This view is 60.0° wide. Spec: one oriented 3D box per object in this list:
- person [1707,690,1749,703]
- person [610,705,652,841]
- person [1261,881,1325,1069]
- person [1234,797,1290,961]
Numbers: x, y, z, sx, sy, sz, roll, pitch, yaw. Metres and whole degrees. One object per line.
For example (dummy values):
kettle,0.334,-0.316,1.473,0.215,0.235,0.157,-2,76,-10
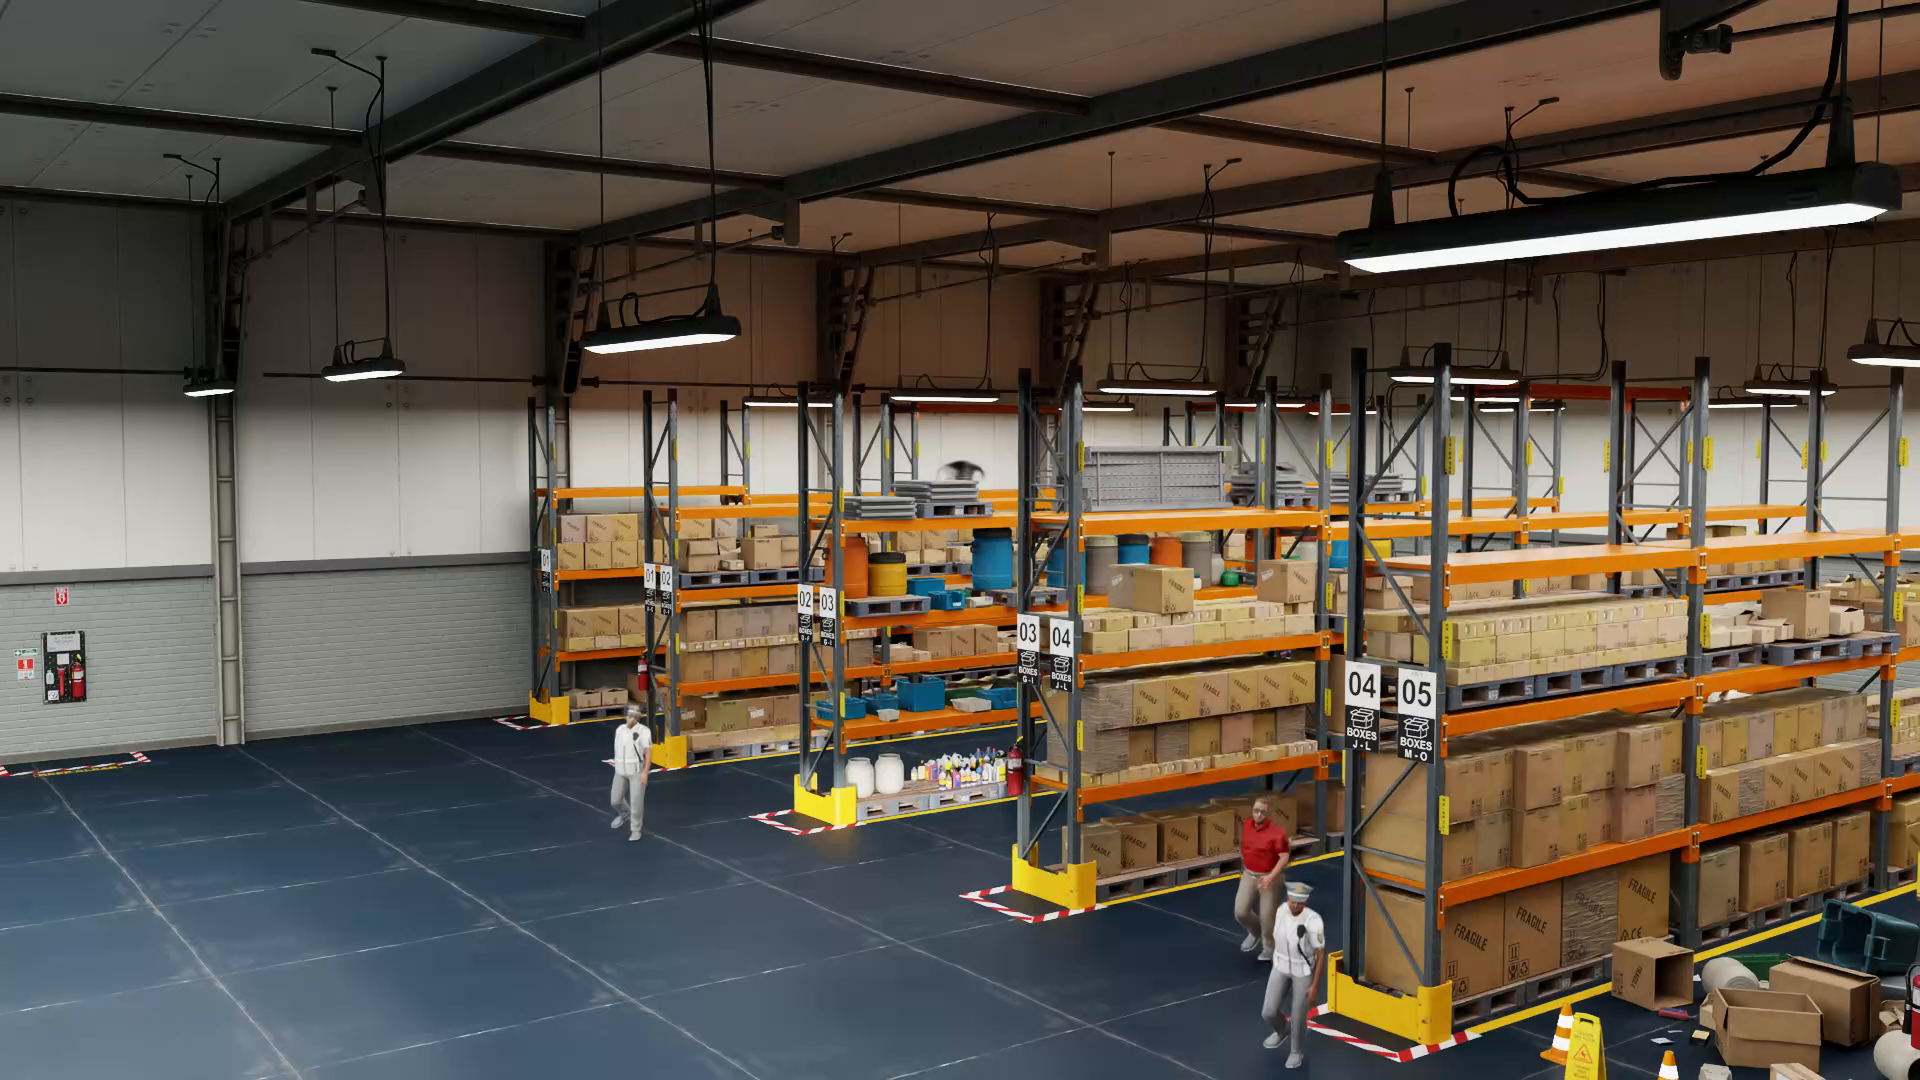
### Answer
person,11.220,2.837,24.222,1.103,1.767,0.701,-2,4,-30
person,-4.293,3.002,21.675,0.686,1.759,0.594,1,3,13
person,2.740,3.558,13.661,0.599,1.619,0.574,2,4,32
person,2.975,3.348,16.384,0.643,1.672,0.840,2,4,36
